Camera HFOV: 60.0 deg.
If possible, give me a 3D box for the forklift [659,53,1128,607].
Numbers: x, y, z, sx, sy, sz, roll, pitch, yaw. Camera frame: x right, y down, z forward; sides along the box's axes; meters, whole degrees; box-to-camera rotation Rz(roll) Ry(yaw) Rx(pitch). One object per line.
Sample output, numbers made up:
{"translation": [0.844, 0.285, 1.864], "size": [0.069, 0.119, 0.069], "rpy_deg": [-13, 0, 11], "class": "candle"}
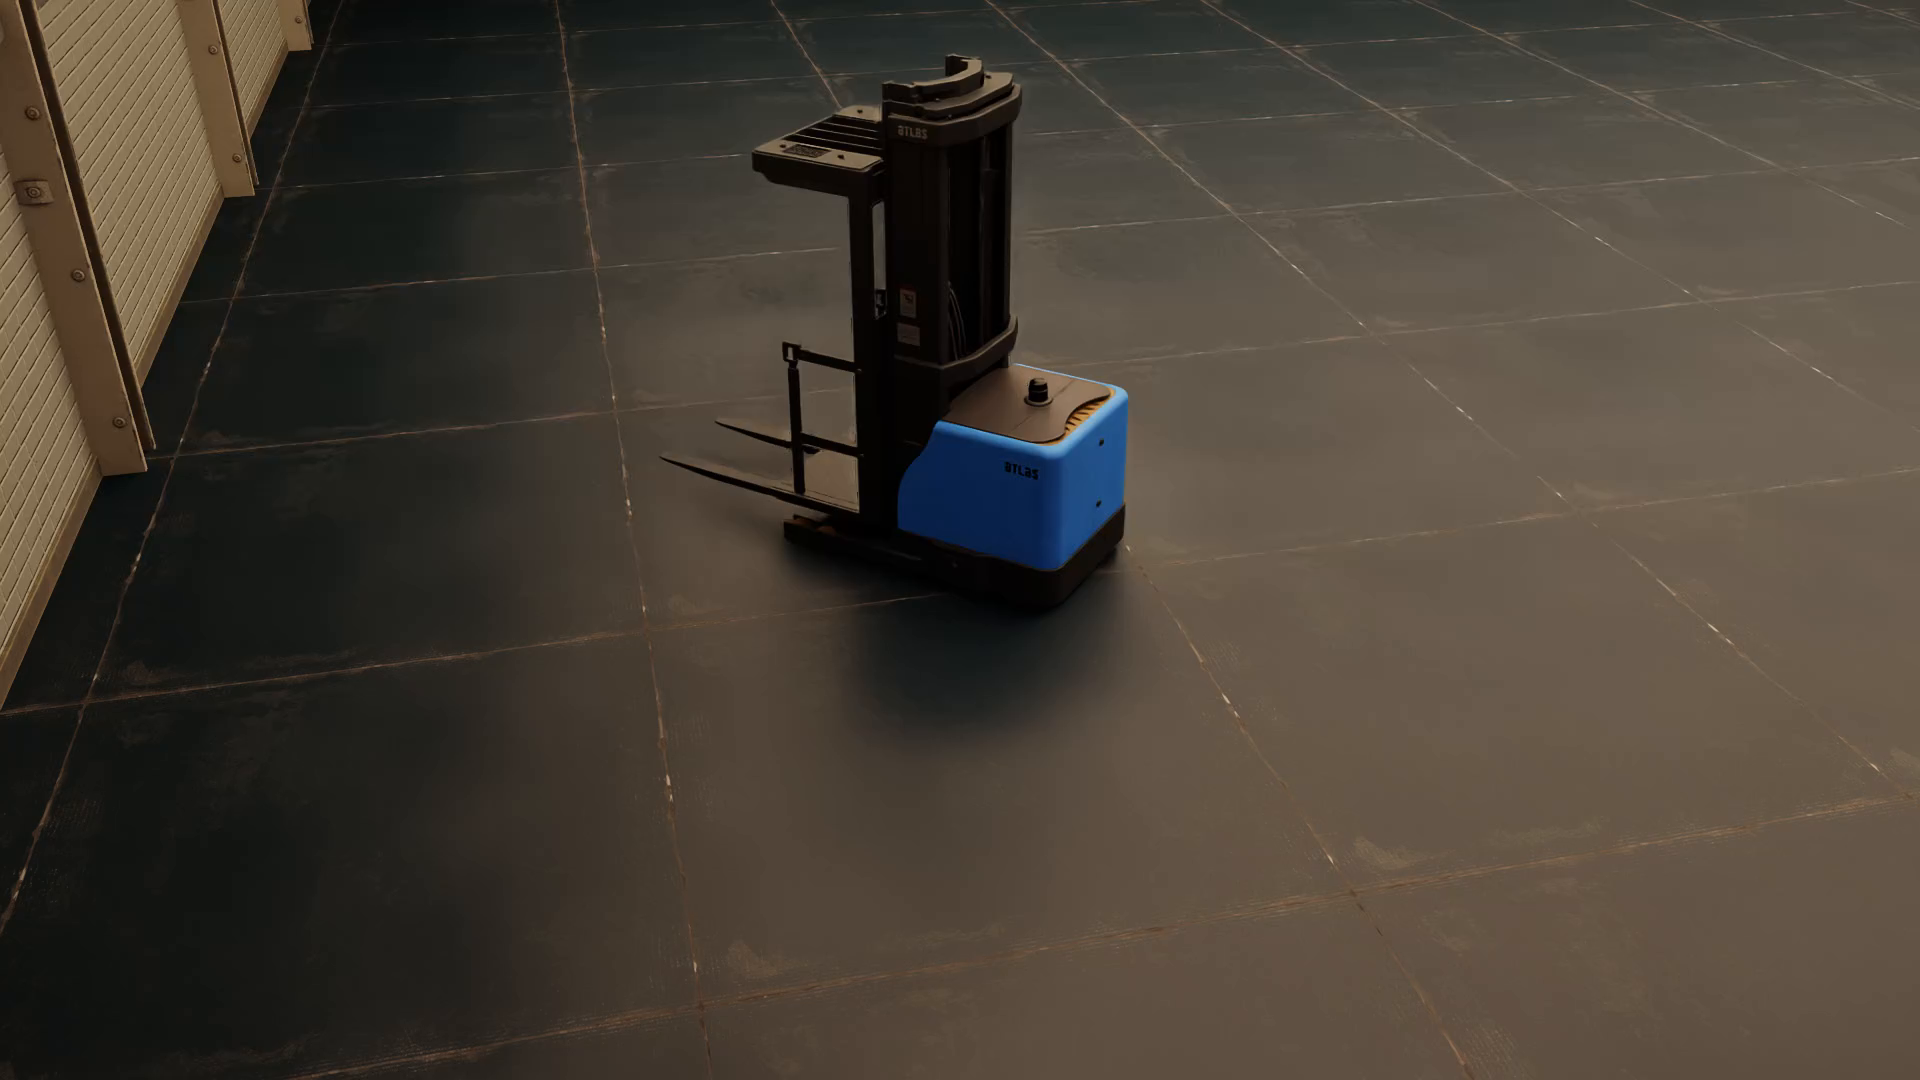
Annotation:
{"translation": [-0.517, -1.403, 9.998], "size": [3.031, 2.935, 1.130], "rpy_deg": [16, 34, 25], "class": "forklift"}
